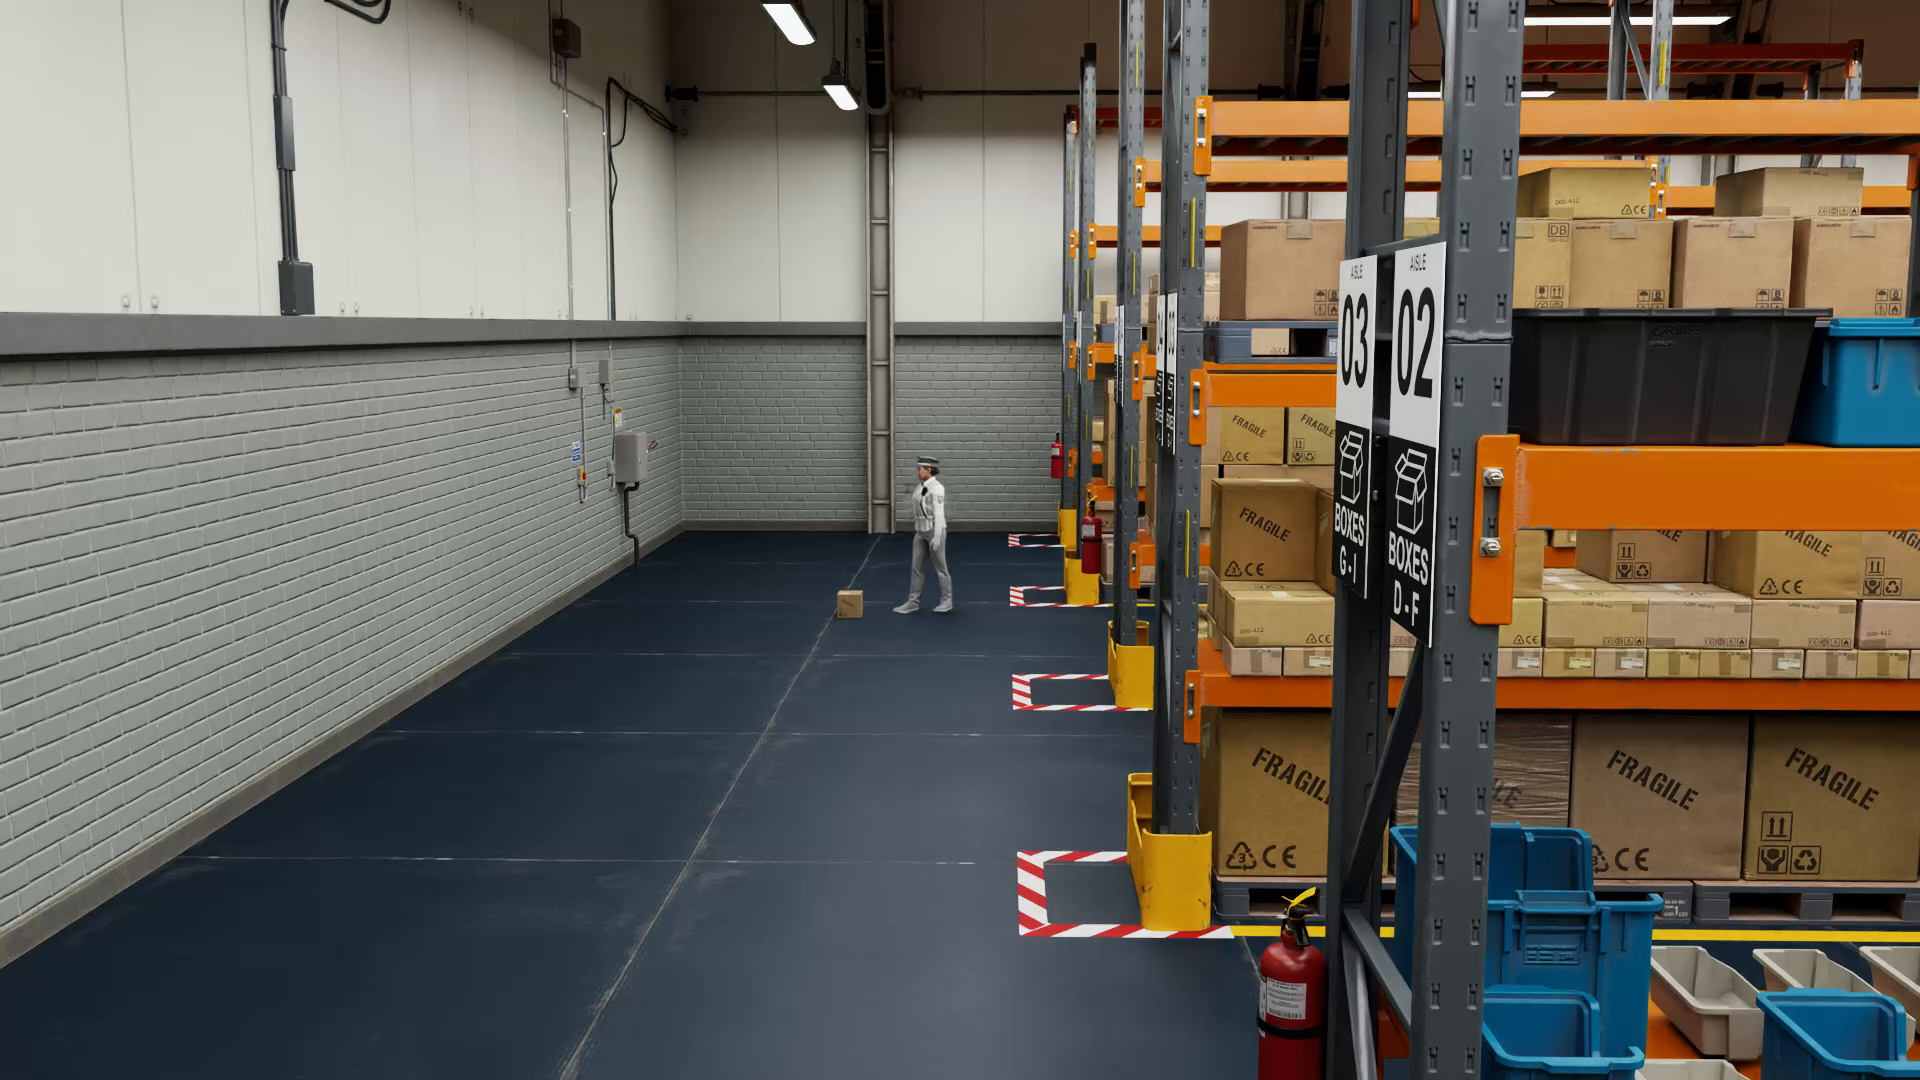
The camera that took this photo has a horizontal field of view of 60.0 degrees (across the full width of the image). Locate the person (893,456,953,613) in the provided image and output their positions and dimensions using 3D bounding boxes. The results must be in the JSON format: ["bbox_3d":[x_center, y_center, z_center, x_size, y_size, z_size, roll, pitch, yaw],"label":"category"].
[{"bbox_3d":[-0.365,-0.053,17.582,0.607,1.667,0.486,-5,9,-33],"label":"person"}]
